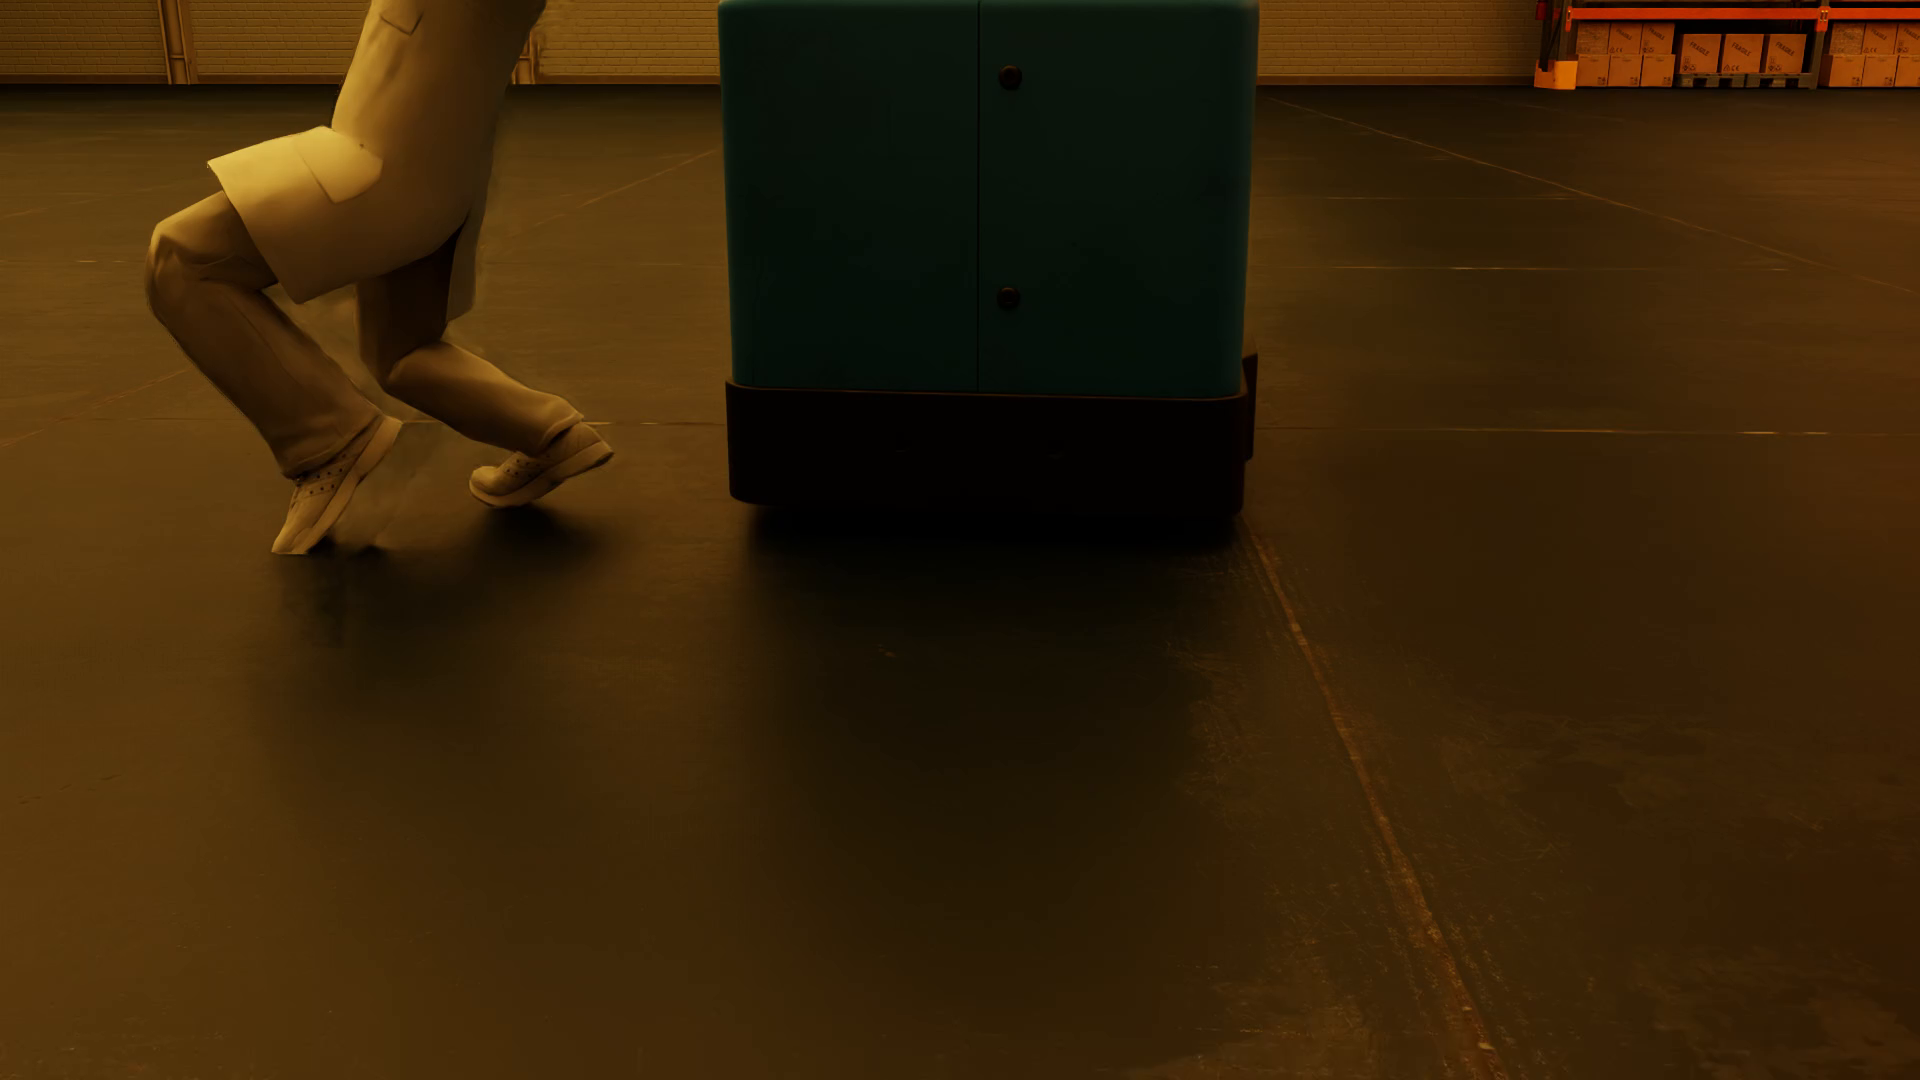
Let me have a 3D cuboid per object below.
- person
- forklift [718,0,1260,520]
[{"bbox_3d":[-1.128,-0.750,3.051,0.847,1.696,1.164,0,17,0],"label":"person"},{"bbox_3d":[0.211,-1.831,4.326,1.130,2.935,3.031,2,17,6],"label":"forklift"}]
